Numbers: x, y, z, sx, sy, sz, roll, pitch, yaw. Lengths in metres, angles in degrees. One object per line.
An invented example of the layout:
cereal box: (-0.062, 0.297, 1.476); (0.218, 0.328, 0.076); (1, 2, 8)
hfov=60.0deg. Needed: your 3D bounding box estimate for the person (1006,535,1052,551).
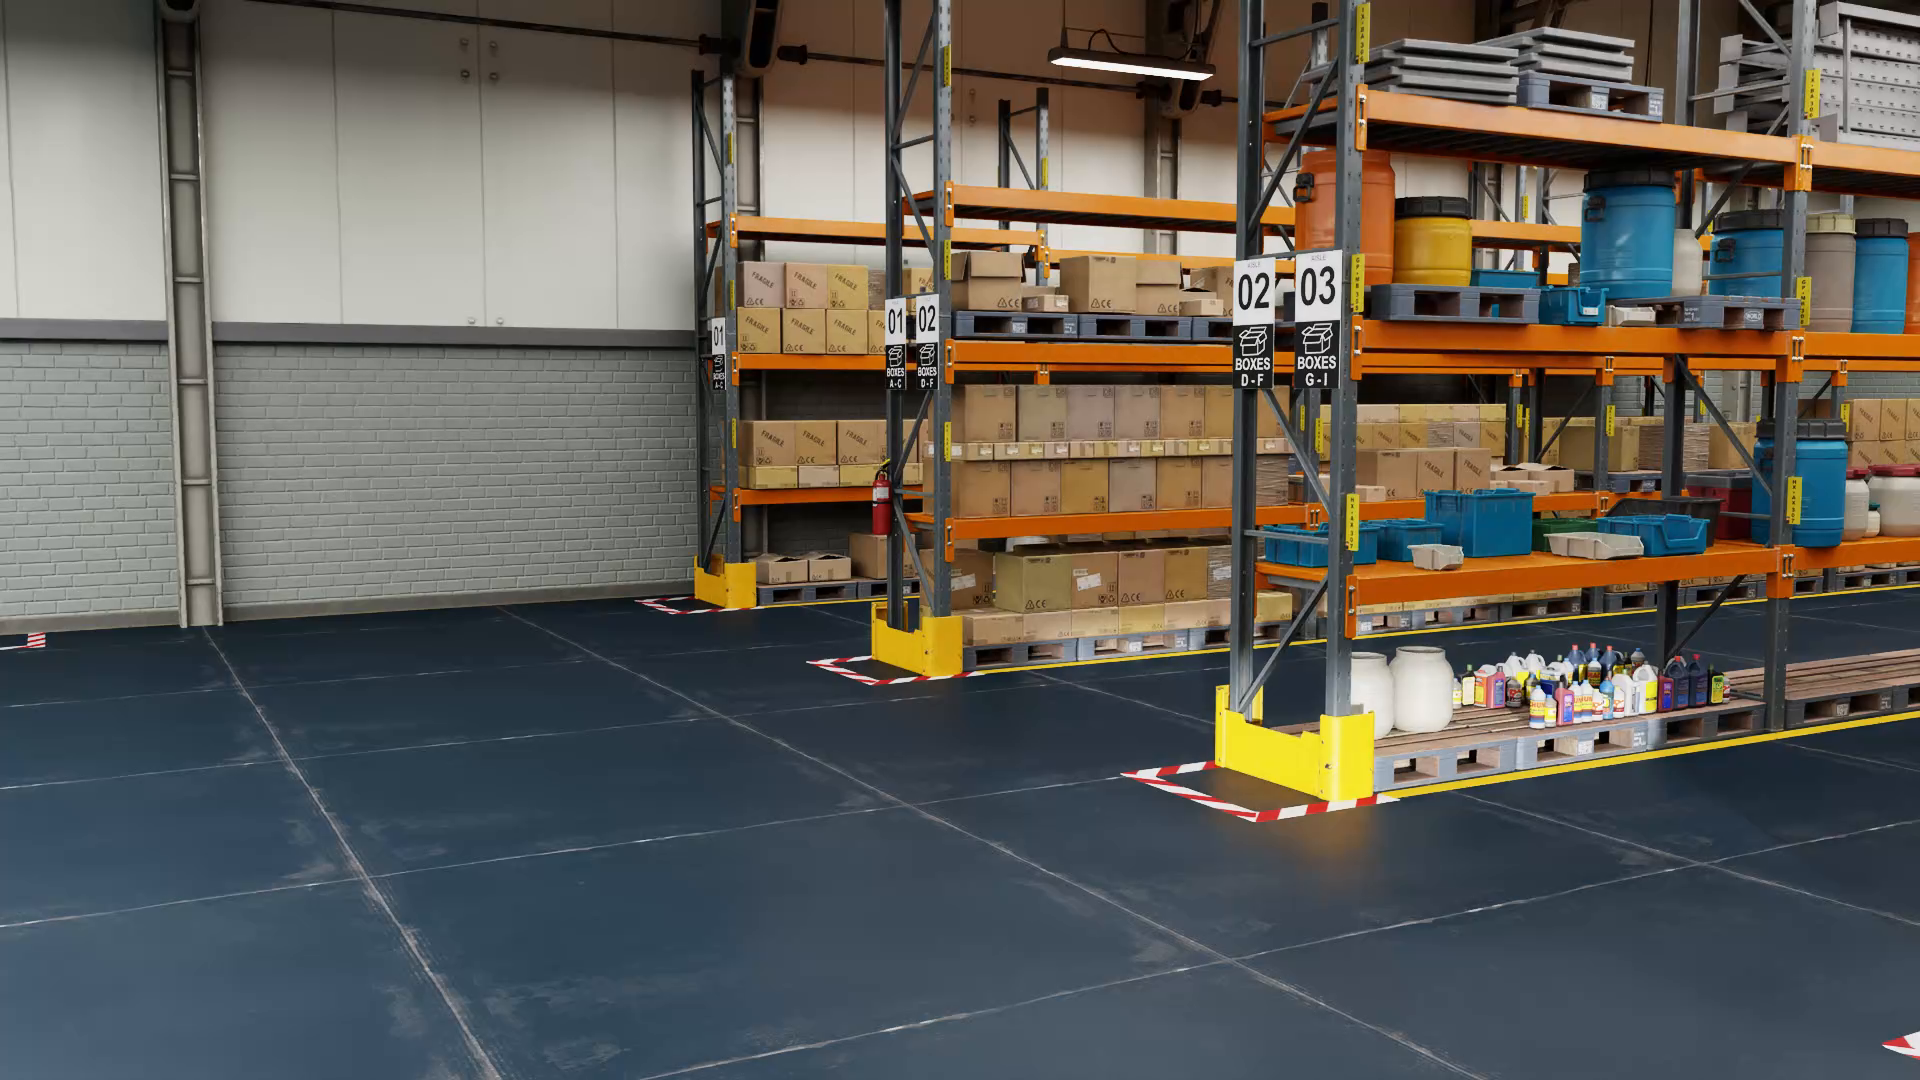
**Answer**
person: (0.815, 0.355, 17.645); (0.451, 0.935, 0.853); (-3, 6, -32)
